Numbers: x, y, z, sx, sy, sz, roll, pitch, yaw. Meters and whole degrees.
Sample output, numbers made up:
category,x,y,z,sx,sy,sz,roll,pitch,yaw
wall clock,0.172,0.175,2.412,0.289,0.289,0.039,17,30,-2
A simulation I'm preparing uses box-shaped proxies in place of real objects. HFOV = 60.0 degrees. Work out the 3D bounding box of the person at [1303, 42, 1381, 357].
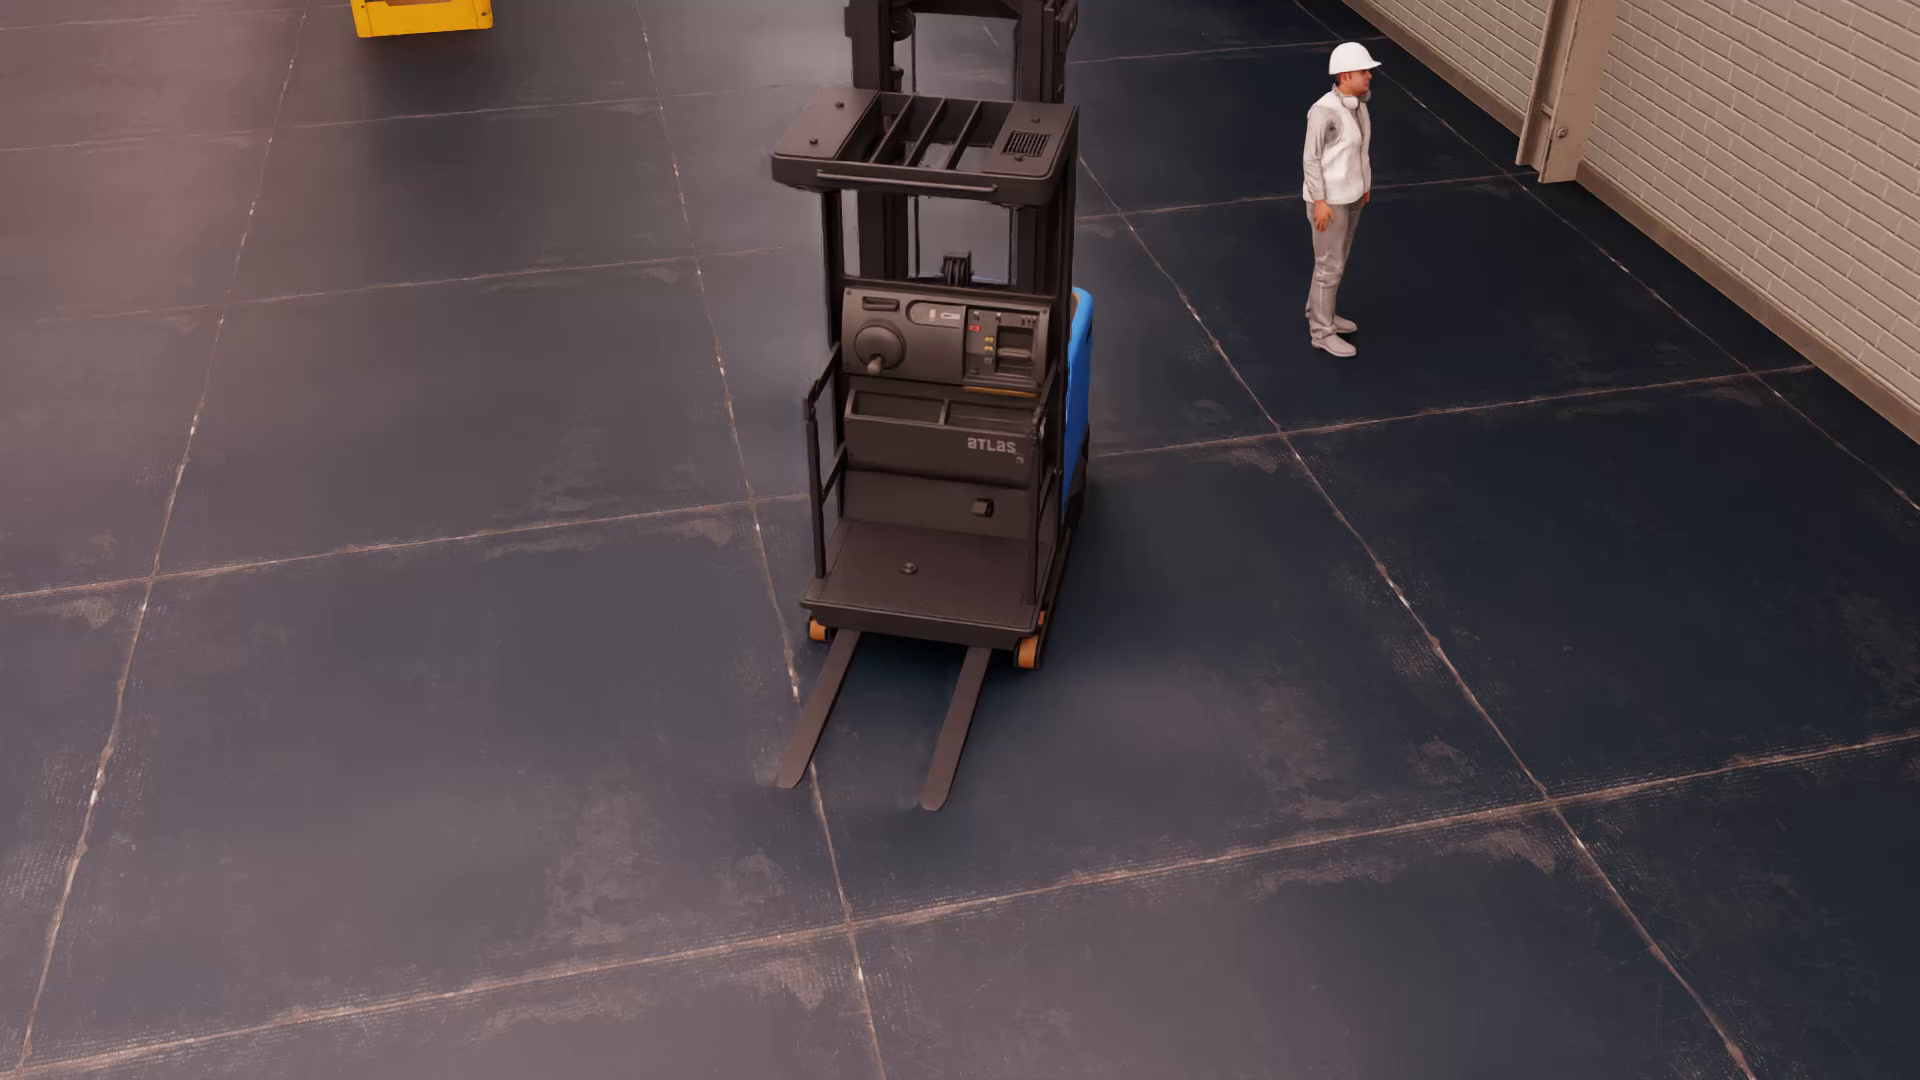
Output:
category,x,y,z,sx,sy,sz,roll,pitch,yaw
person,2.302,-2.029,9.853,0.566,1.778,0.639,22,41,28

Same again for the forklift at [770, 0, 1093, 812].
category,x,y,z,sx,sy,sz,roll,pitch,yaw
forklift,-0.109,-0.827,7.200,1.130,2.935,3.031,7,36,10
